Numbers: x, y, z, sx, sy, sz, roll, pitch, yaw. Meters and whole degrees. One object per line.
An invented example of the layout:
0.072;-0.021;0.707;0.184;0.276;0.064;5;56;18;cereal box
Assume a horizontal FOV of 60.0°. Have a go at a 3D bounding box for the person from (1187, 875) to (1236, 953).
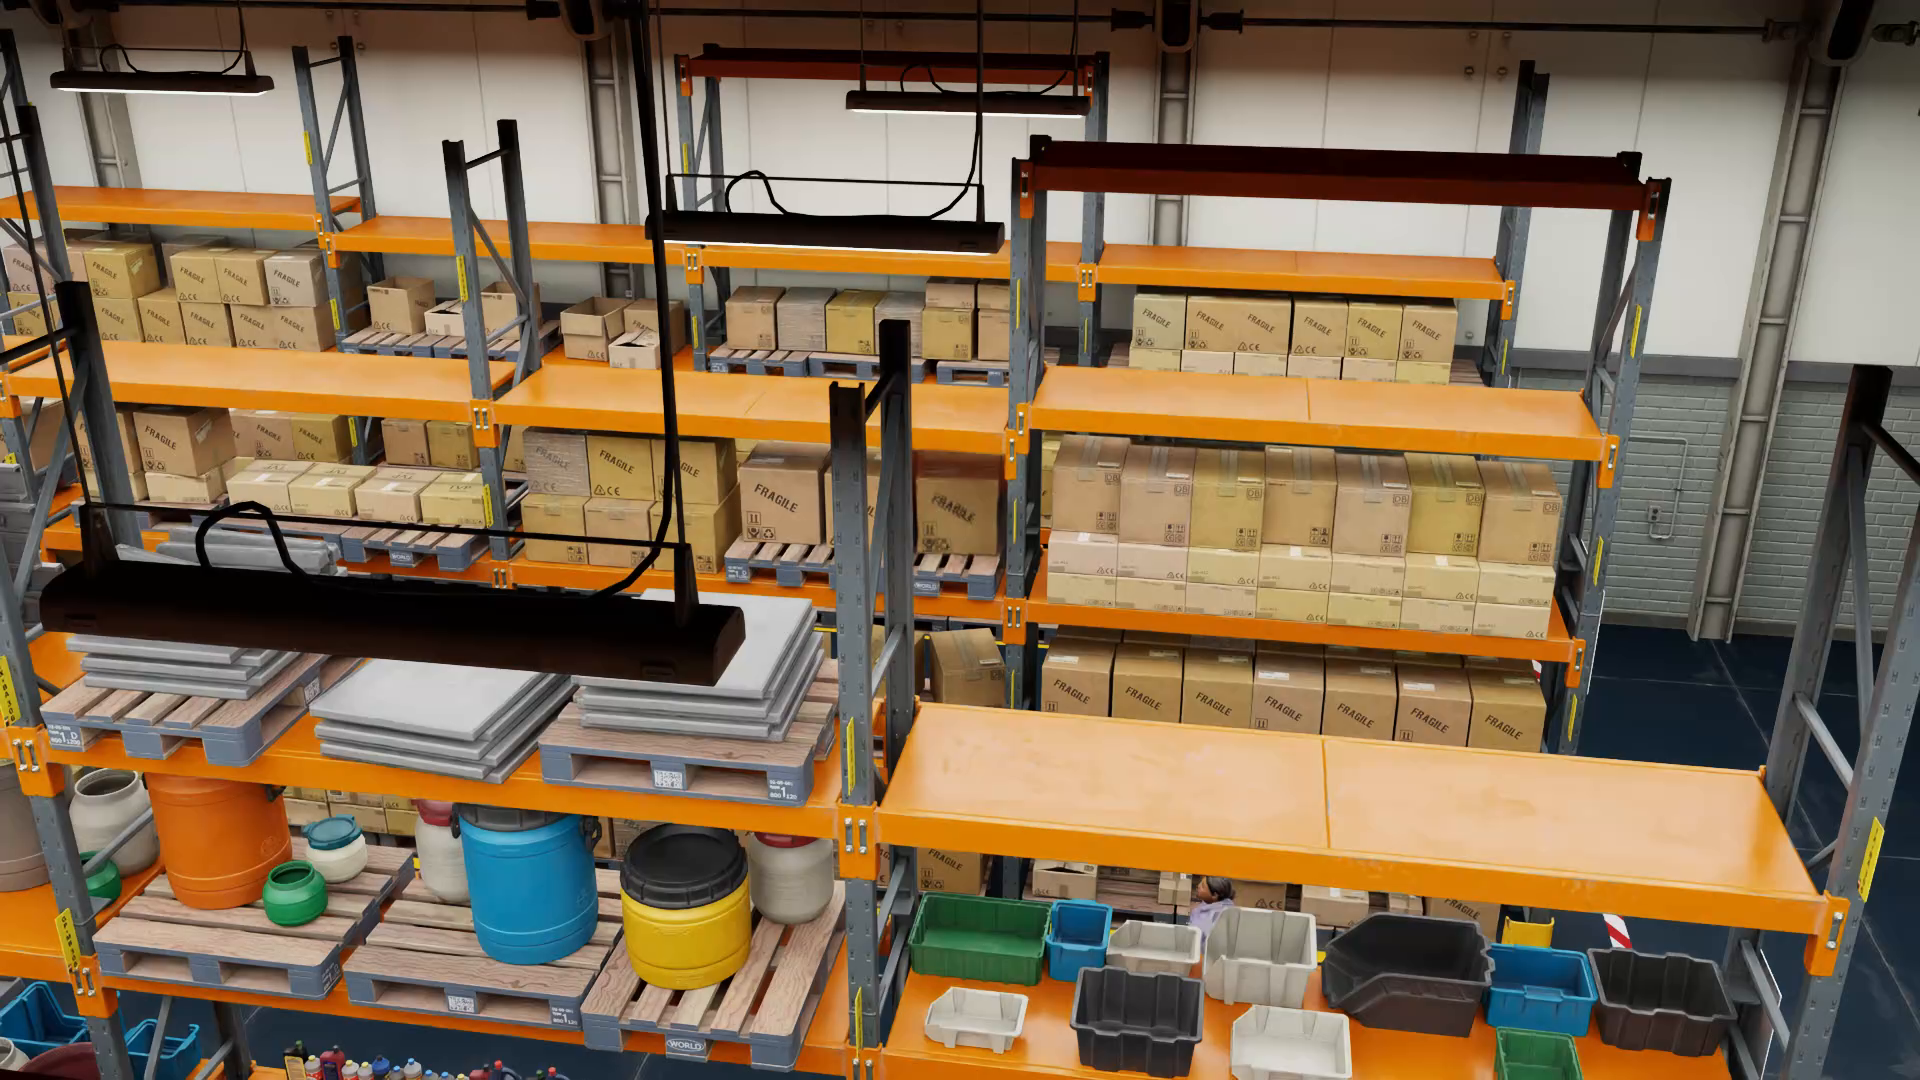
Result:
1.705;2.843;11.145;1.043;1.502;0.517;4;23;9;person
